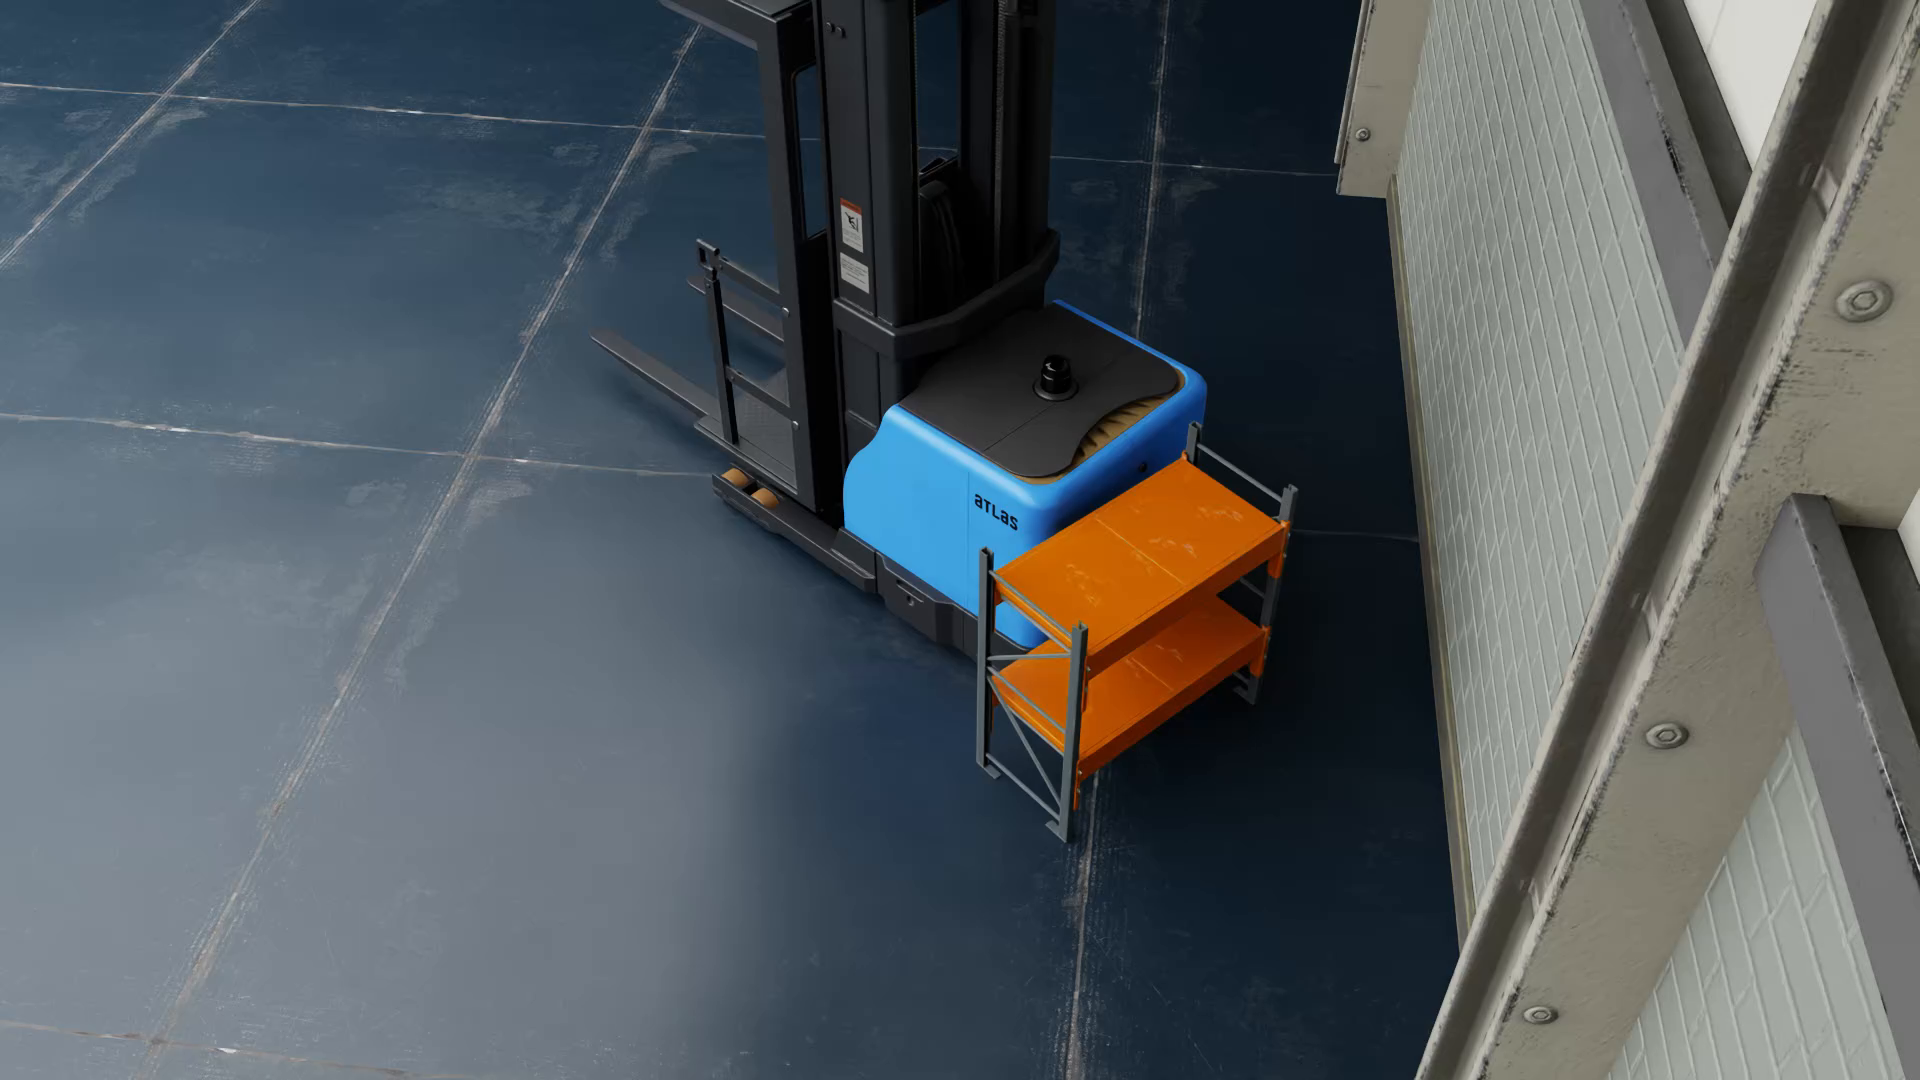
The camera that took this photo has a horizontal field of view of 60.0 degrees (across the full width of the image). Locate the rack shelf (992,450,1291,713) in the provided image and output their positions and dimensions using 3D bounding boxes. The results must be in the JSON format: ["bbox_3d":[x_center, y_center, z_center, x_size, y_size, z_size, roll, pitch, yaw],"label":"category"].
[{"bbox_3d":[0.623,0.124,5.875,1.000,0.278,0.538,-31,51,-28],"label":"rack shelf"}]

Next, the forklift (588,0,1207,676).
[{"bbox_3d":[-0.455,-1.358,6.552,3.031,2.935,1.130,33,52,30],"label":"forklift"}]

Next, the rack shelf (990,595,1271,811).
[{"bbox_3d":[0.623,0.514,6.244,1.000,0.278,0.538,-31,51,-28],"label":"rack shelf"}]

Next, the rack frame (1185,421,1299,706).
[{"bbox_3d":[1.008,0.109,6.317,0.032,1.125,0.500,-31,51,-28],"label":"rack frame"}]

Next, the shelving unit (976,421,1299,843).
[{"bbox_3d":[0.623,0.337,6.076,1.048,1.125,0.538,-31,51,-28],"label":"shelving unit"}]

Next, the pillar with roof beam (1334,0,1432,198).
[{"bbox_3d":[-1.984,-5.709,6.735,9.100,9.000,0.400,5,44,6],"label":"pillar with roof beam"}]

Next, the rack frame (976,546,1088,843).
[{"bbox_3d":[0.237,0.564,5.835,0.032,1.125,0.500,-31,51,-28],"label":"rack frame"}]
